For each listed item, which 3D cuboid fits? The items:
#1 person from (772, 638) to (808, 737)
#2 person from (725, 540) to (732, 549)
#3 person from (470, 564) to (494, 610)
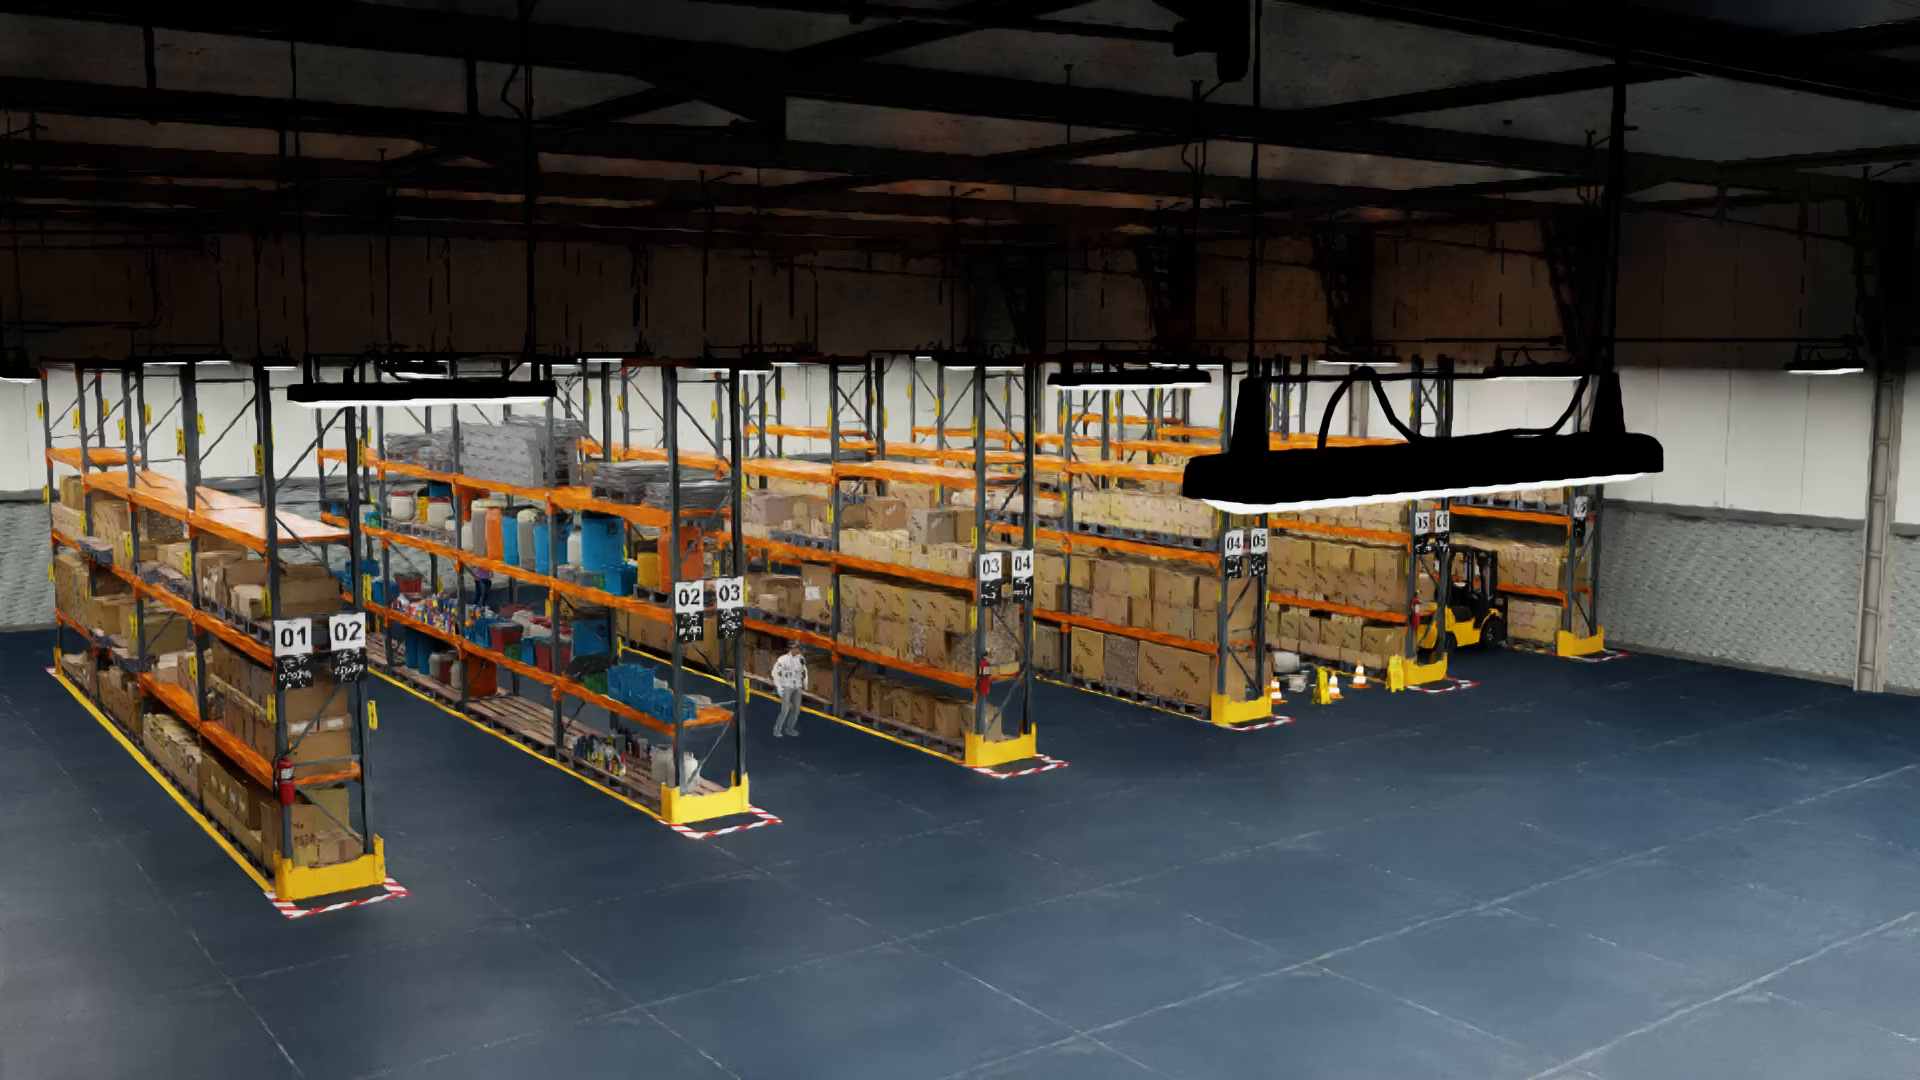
[{"bbox_3d":[-2.725,2.347,26.560,0.610,1.632,0.512,-5,9,-38],"label":"person"},{"bbox_3d":[-5.894,0.452,42.463,0.444,1.586,0.638,4,8,27],"label":"person"},{"bbox_3d":[-11.206,0.894,39.006,0.566,1.541,0.519,-5,9,-38],"label":"person"}]
